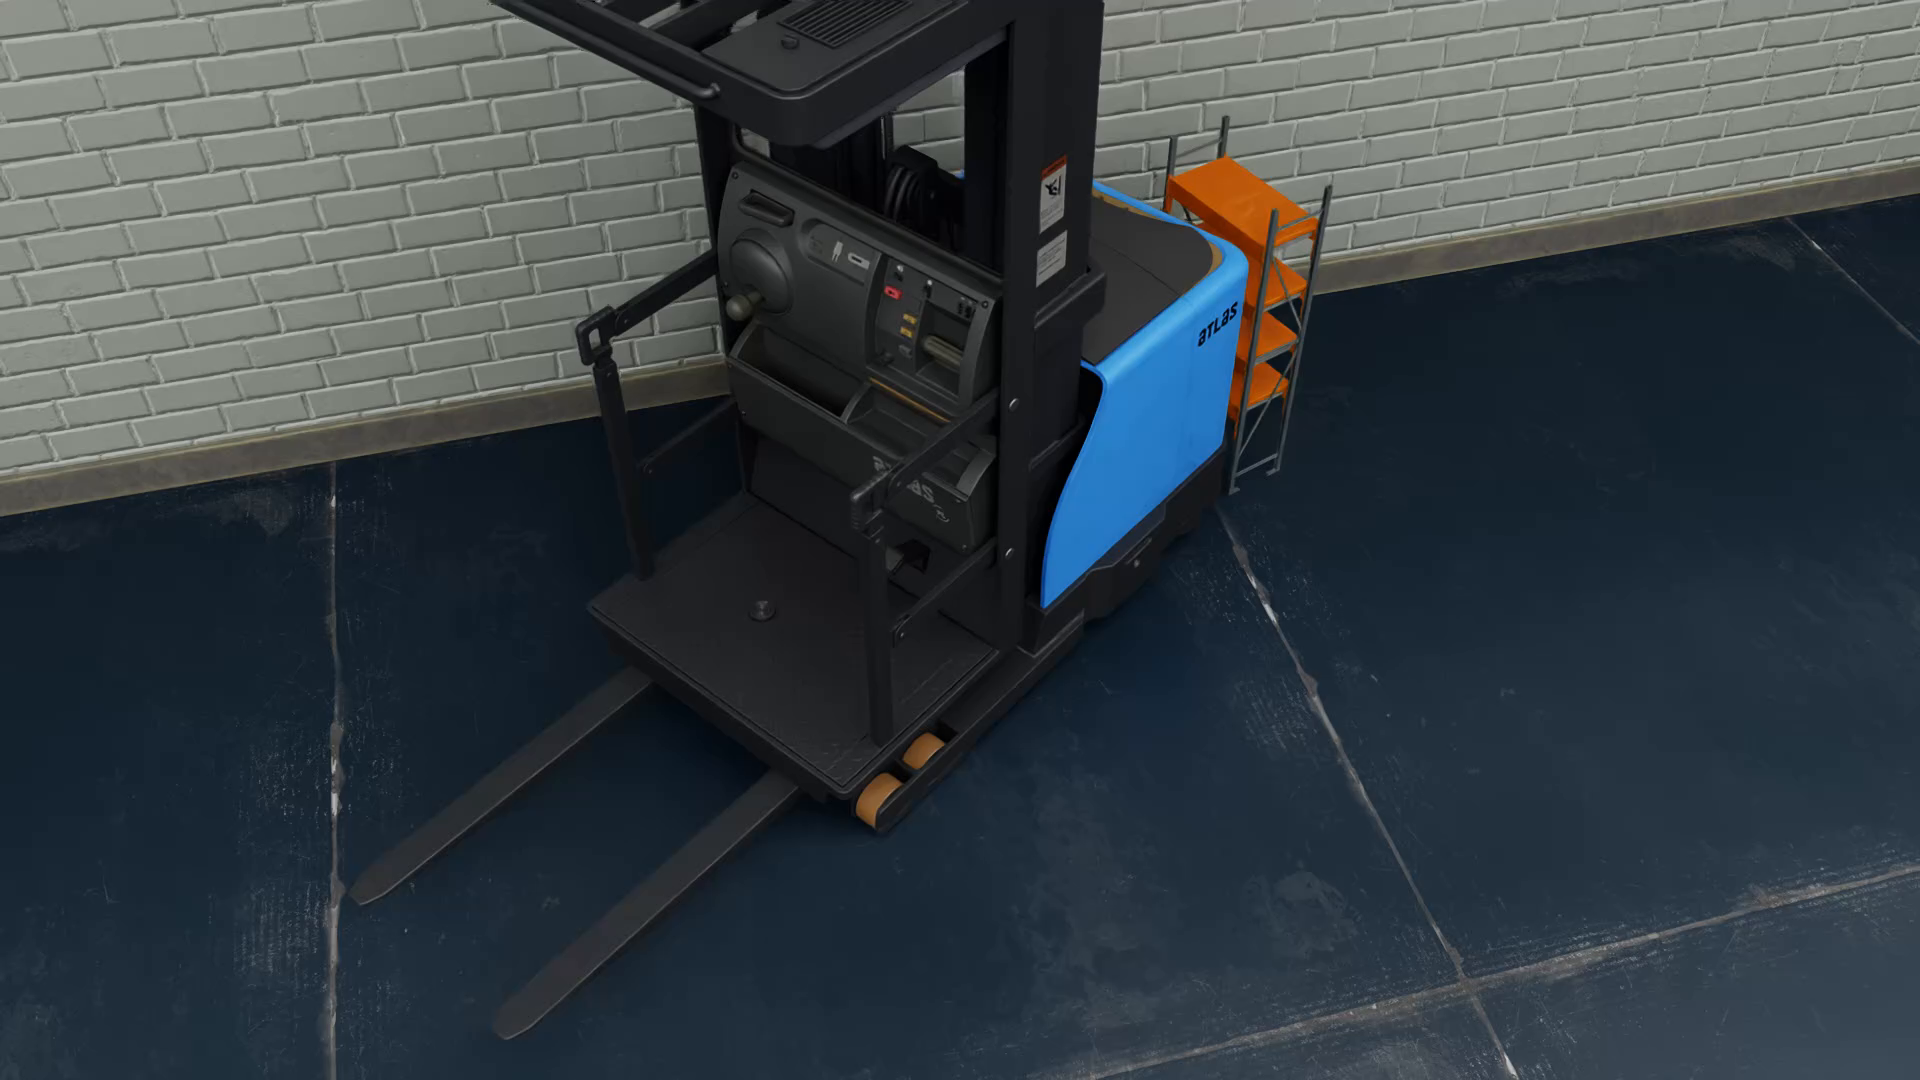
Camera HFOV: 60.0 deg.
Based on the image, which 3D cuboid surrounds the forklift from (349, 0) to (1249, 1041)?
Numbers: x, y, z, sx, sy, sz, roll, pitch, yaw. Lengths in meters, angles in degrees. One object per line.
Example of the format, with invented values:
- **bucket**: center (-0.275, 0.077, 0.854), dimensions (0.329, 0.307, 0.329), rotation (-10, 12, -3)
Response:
- **forklift**: center (-0.425, -0.584, 4.270), dimensions (1.130, 2.935, 3.031), rotation (31, 53, 27)

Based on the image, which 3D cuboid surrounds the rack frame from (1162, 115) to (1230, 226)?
- **rack frame**: center (0.777, -0.917, 5.808), dimensions (0.240, 1.200, 0.015), rotation (-26, 51, -23)

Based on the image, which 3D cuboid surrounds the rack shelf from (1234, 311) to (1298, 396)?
- **rack shelf**: center (0.913, -0.725, 5.715), dimensions (0.258, 0.148, 0.480), rotation (-26, 51, -23)

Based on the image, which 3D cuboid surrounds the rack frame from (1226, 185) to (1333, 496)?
- **rack frame**: center (1.050, -0.628, 5.525), dimensions (0.240, 1.200, 0.015), rotation (-26, 51, -23)

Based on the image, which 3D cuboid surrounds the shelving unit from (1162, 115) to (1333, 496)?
- **shelving unit**: center (0.913, -0.773, 5.667), dimensions (0.258, 1.200, 0.503), rotation (-26, 51, -23)

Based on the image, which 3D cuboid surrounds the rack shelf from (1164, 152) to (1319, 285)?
- **rack shelf**: center (0.914, -1.048, 5.386), dimensions (0.258, 0.148, 0.480), rotation (-26, 51, -23)

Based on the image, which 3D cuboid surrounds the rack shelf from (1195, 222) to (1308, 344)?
- **rack shelf**: center (0.914, -0.882, 5.555), dimensions (0.258, 0.148, 0.480), rotation (-26, 51, -23)

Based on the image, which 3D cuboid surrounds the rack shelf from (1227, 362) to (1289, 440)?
- **rack shelf**: center (0.913, -0.586, 5.856), dimensions (0.258, 0.148, 0.480), rotation (-26, 51, -23)
